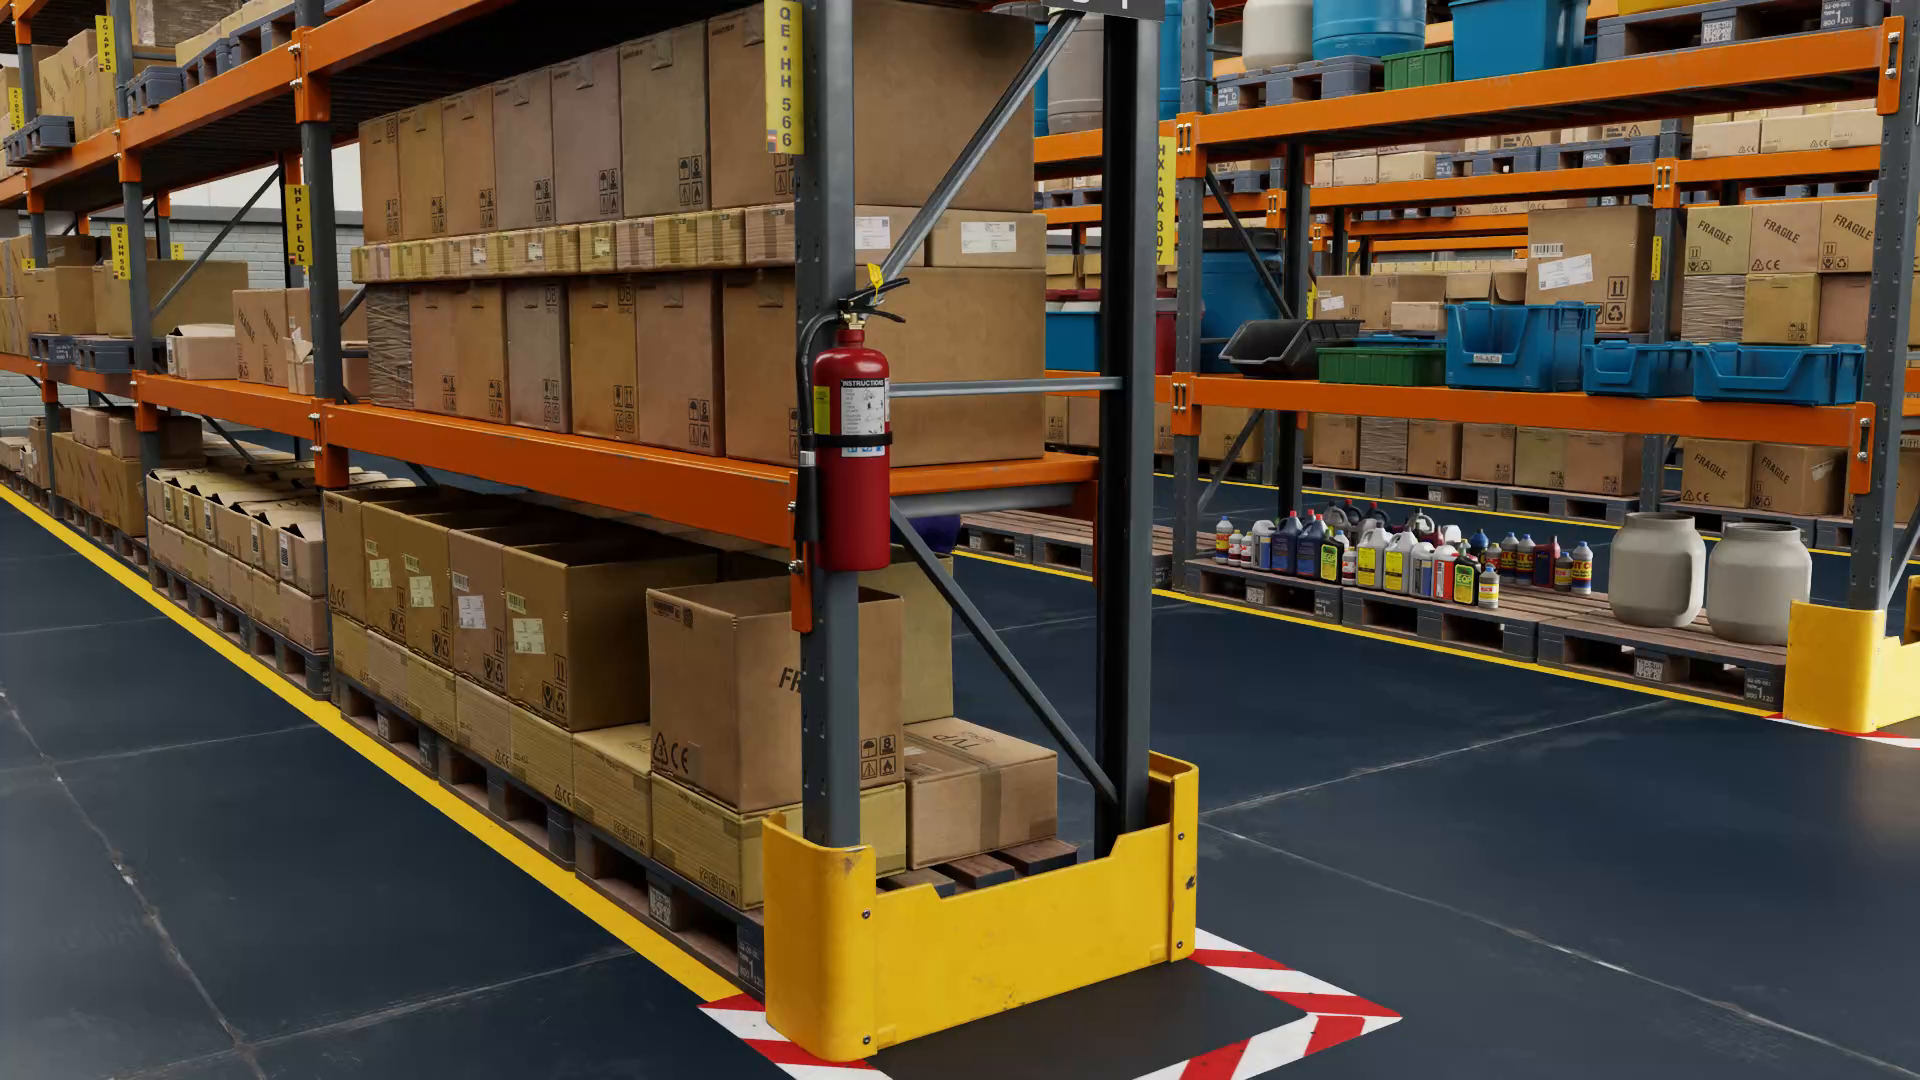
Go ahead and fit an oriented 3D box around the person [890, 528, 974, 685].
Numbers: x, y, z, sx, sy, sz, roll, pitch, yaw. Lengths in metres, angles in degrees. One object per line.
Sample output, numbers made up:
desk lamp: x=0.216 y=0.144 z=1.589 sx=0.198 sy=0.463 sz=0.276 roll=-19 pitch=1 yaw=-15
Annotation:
person: x=-0.349 y=0.299 z=7.614 sx=0.482 sy=0.744 sz=0.831 roll=-6 pitch=10 yaw=-37
